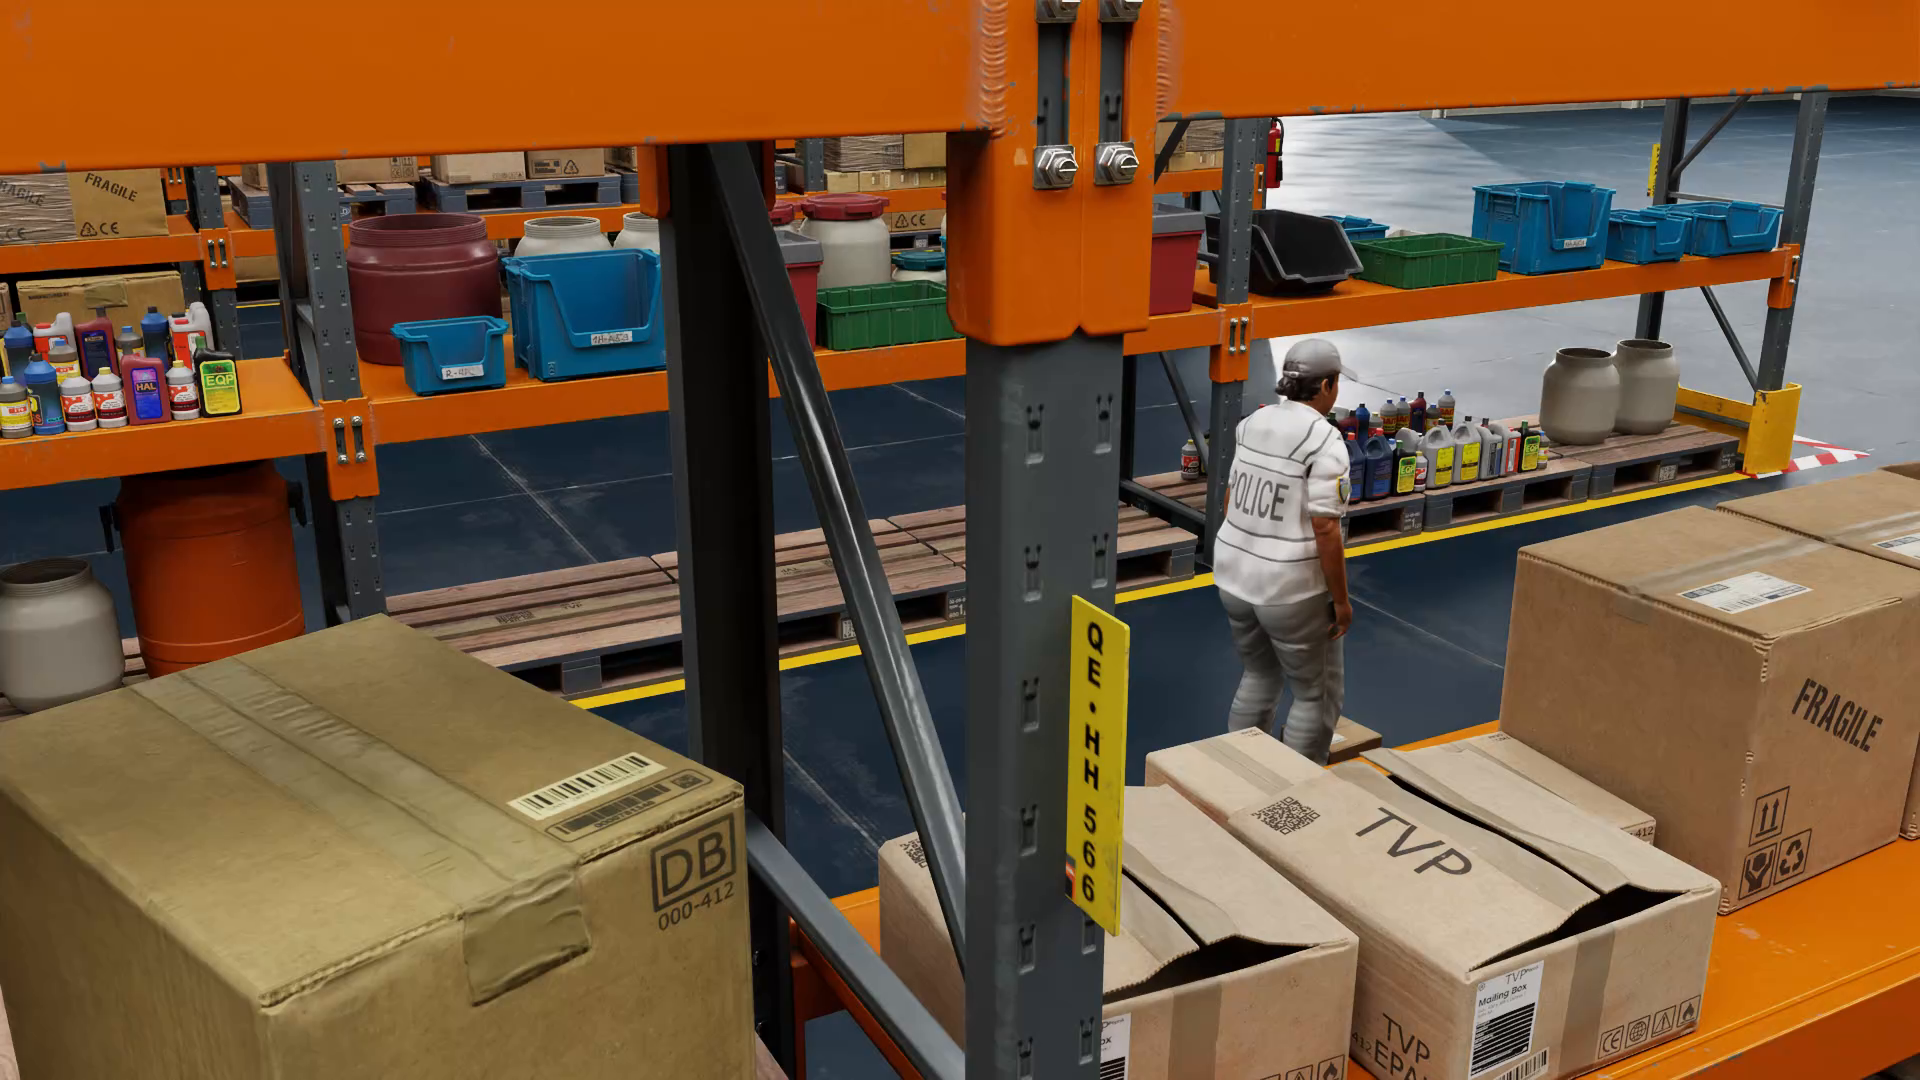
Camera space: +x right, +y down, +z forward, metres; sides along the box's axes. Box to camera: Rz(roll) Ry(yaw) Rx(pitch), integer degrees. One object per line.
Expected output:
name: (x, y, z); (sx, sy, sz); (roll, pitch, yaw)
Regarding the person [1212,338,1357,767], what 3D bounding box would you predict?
person: (1.120, 0.155, 5.591); (0.468, 1.665, 0.558); (-11, 22, -30)
